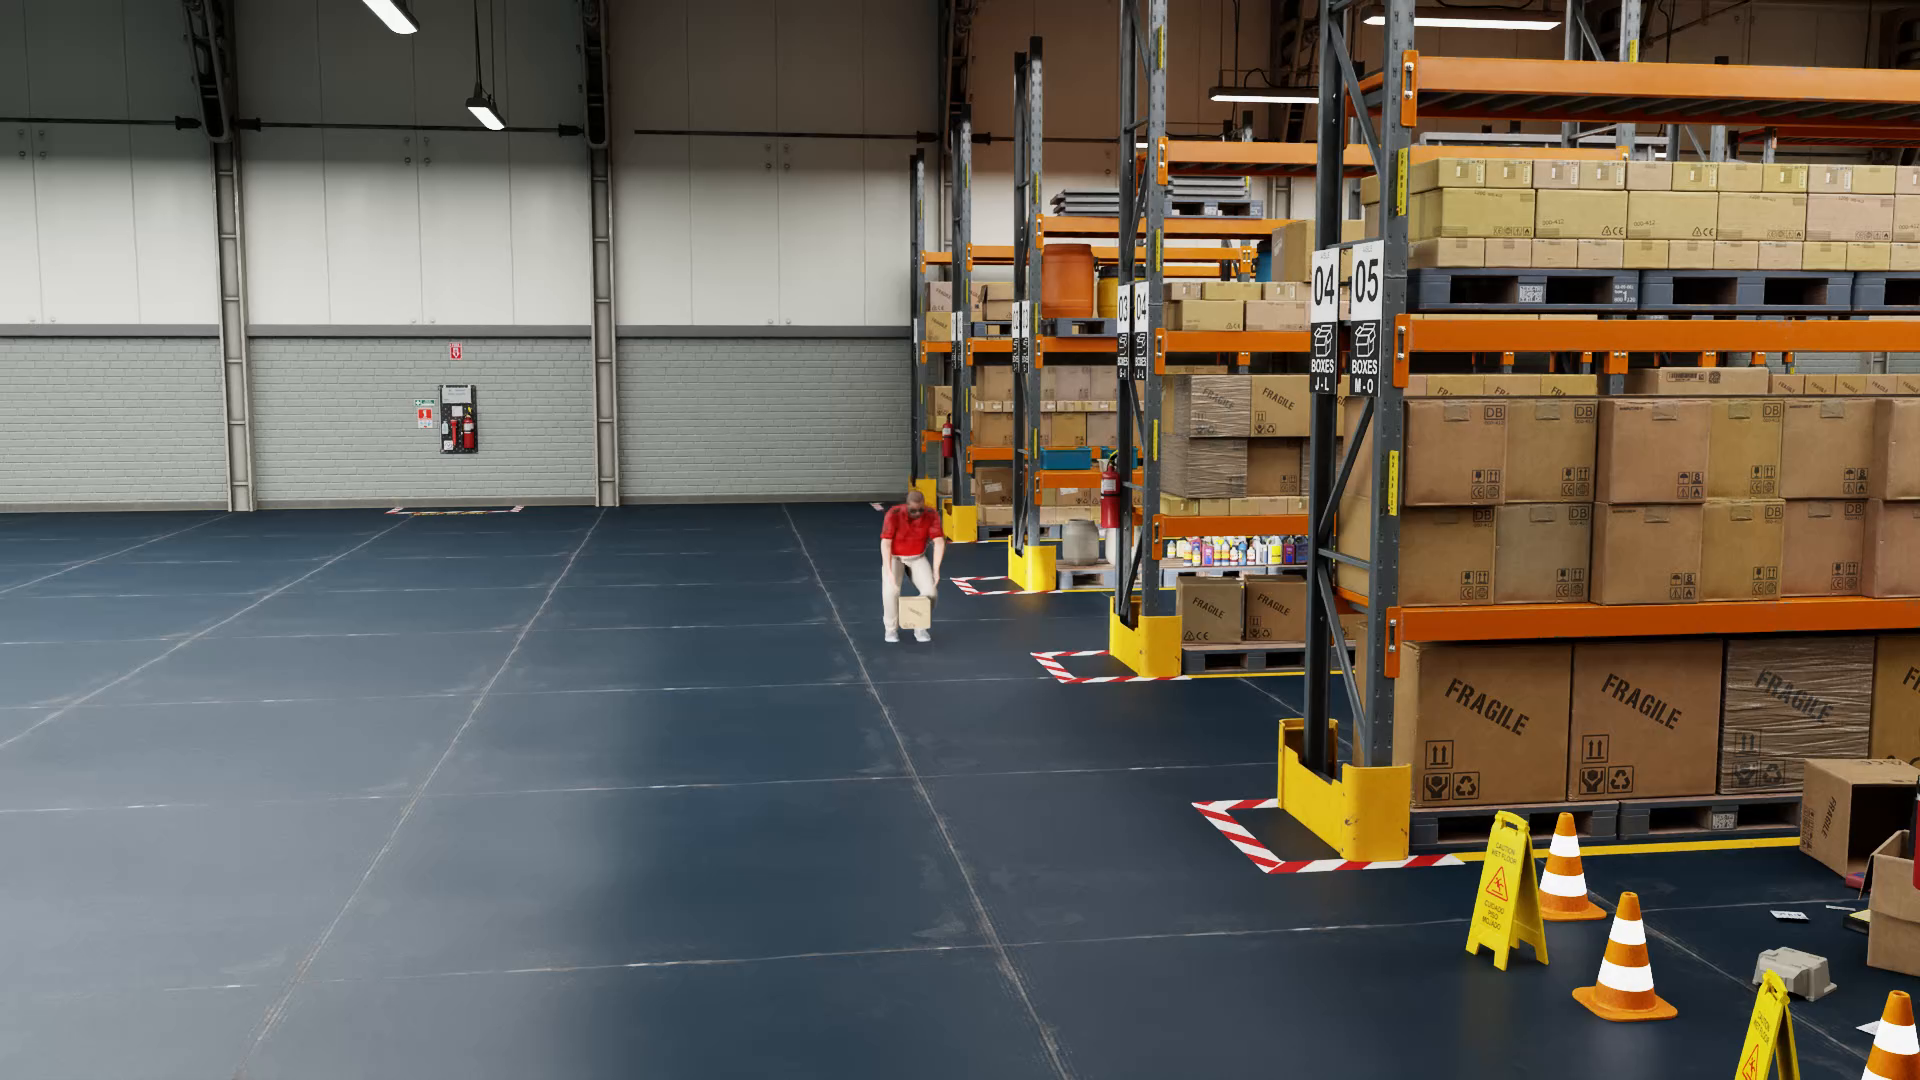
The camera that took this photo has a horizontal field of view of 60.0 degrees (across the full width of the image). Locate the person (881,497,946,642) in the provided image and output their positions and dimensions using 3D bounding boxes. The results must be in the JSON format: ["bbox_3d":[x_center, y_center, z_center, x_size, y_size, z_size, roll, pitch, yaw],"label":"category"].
[{"bbox_3d":[-0.441,0.254,15.246,0.590,1.352,0.739,-1,7,-9],"label":"person"}]
